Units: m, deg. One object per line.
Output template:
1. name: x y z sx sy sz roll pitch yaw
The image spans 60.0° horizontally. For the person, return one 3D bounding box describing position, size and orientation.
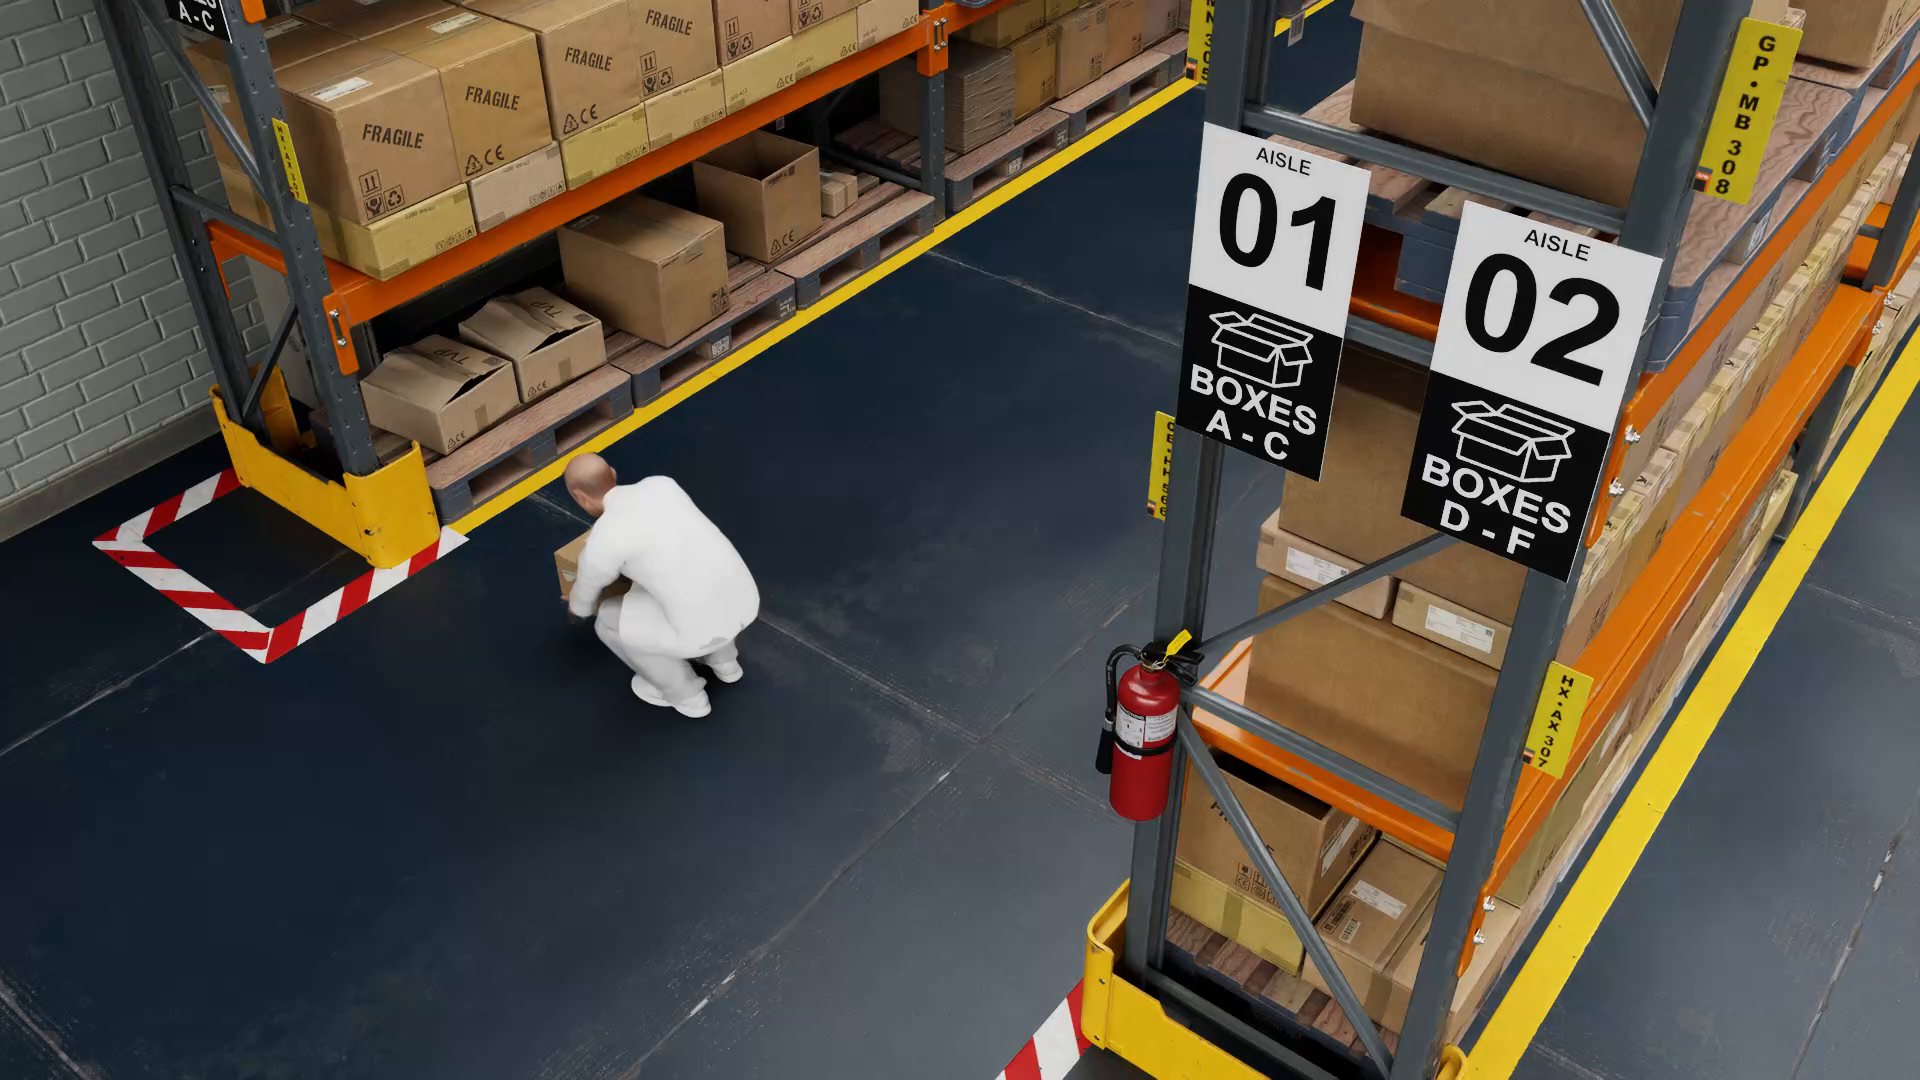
1. person: -1.210 0.138 6.620 0.929 1.004 0.574 24 44 28
